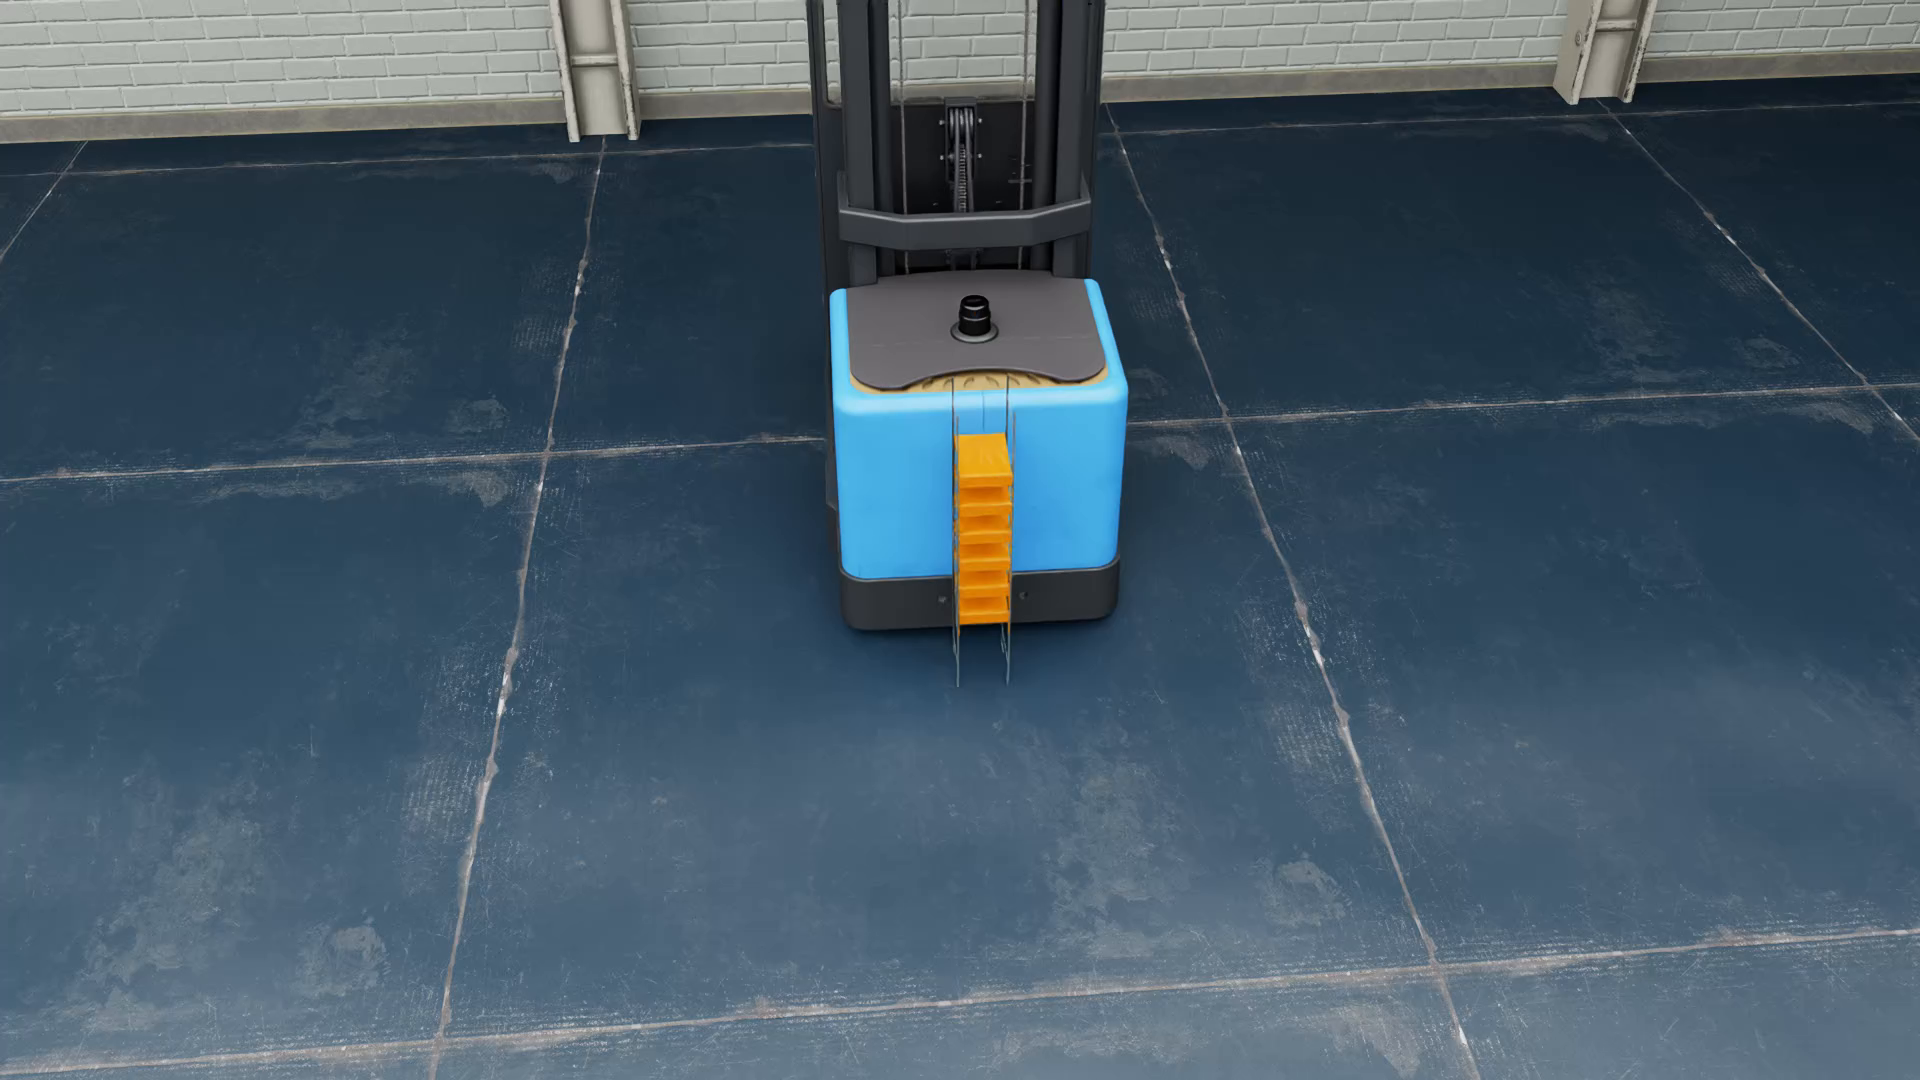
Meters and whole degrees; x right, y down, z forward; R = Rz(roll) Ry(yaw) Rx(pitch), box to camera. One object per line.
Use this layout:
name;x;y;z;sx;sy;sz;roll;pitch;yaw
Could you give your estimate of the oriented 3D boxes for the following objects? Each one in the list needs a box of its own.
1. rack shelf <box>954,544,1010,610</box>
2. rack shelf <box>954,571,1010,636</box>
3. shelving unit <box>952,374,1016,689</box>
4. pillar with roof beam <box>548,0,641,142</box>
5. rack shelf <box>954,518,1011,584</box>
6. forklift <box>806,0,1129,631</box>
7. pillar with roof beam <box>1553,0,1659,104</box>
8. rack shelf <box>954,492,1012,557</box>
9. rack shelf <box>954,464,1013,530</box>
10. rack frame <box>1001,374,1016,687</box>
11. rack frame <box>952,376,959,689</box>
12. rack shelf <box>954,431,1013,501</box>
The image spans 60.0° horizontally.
rack shelf;0.076;0.125;5.887;0.180;0.103;0.258;-3;39;-4
rack shelf;0.076;0.219;5.962;0.180;0.103;0.258;-3;39;-4
shelving unit;0.076;-0.004;5.785;0.189;1.200;0.258;-3;39;-4
pillar with roof beam;-1.709;-3.301;3.669;0.400;9.000;9.100;-3;38;-4
rack shelf;0.076;0.031;5.812;0.180;0.103;0.258;-3;39;-4
forklift;-0.036;-1.711;6.553;1.130;2.935;3.031;-3;38;-4
pillar with roof beam;4.267;-3.630;4.086;0.400;9.000;9.100;-3;38;-4
rack shelf;0.076;-0.063;5.737;0.180;0.103;0.258;-3;39;-4
rack shelf;0.076;-0.156;5.663;0.180;0.103;0.258;-3;39;-4
rack frame;0.167;-0.008;5.790;0.006;1.200;0.240;-3;39;-4
rack frame;-0.015;0.001;5.779;0.006;1.200;0.240;-3;39;-4
rack shelf;0.076;-0.250;5.588;0.180;0.103;0.258;-3;39;-4
